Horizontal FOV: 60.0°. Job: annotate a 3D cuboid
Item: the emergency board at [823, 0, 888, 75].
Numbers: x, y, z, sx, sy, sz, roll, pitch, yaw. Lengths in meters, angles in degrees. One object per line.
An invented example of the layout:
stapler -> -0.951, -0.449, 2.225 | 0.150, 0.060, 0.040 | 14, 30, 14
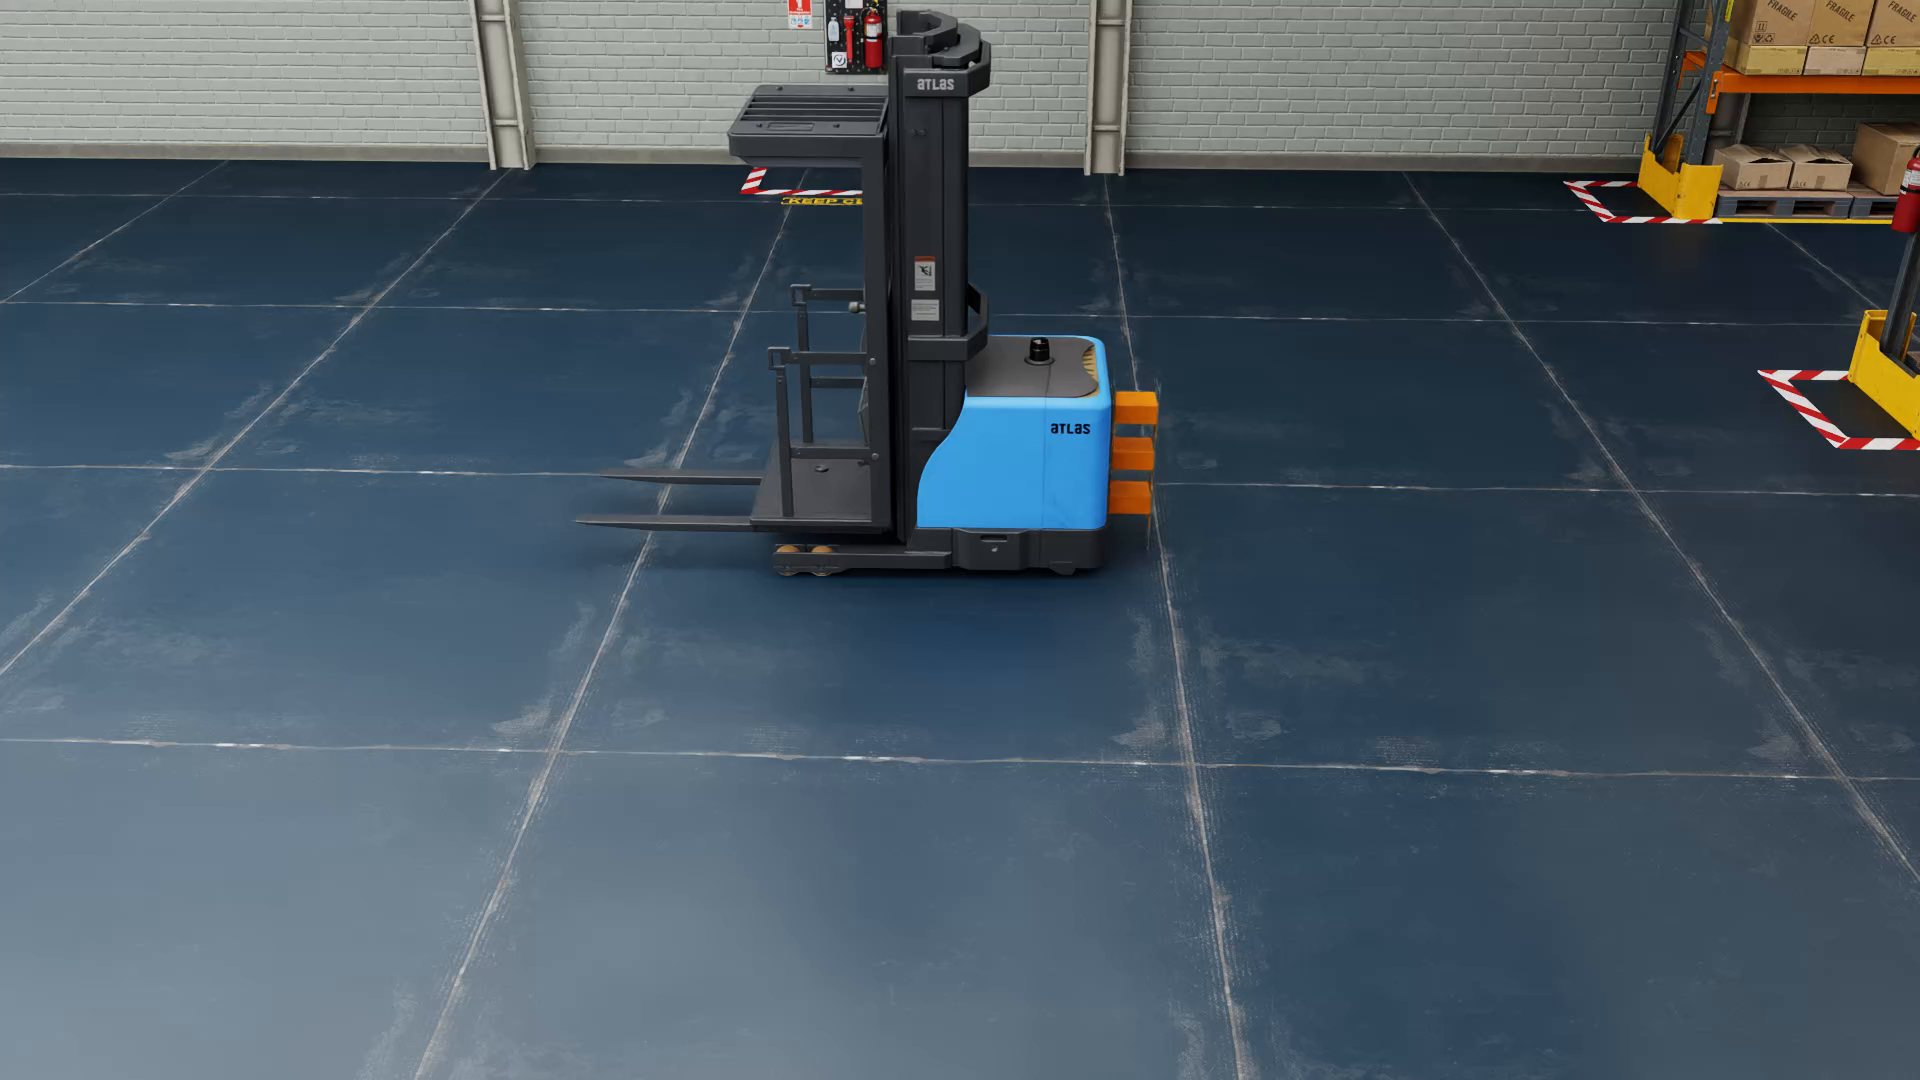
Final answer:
emergency board -> -1.018, -5.102, 16.172 | 0.643, 1.169, 0.194 | 1, 28, 2

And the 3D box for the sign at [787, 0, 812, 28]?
sign -> -1.567, -5.175, 16.272 | 0.234, 0.329, 0.001 | 1, 28, 2

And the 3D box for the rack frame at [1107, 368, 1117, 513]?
rack frame -> 0.854, -0.454, 9.478 | 0.008, 1.050, 0.200 | 2, 28, 1

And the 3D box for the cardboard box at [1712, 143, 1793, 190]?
cardboard box -> 7.404, -3.504, 15.558 | 0.500, 0.311, 0.500 | -2, 28, -4

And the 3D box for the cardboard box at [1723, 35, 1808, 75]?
cardboard box -> 7.192, -4.337, 14.867 | 0.500, 0.250, 0.500 | 0, 28, 0

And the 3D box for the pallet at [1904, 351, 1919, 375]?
pallet -> 7.311, -1.007, 11.424 | 1.213, 0.211, 1.003 | 1, 28, 2

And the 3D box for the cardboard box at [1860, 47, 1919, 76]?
cardboard box -> 8.221, -4.323, 14.842 | 0.500, 0.250, 0.500 | 1, 28, 1

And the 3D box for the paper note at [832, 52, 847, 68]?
paper note -> -1.193, -4.748, 16.445 | 0.142, 0.148, 0.016 | 1, 28, 2

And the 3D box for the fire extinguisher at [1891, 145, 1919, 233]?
fire extinguisher -> 6.443, -2.417, 11.190 | 0.183, 0.674, 0.296 | 1, 28, 2

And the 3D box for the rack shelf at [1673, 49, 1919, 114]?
rack shelf -> 8.715, -4.200, 15.238 | 4.000, 0.370, 1.077 | 1, 28, 2

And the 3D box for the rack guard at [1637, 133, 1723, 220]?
rack guard -> 6.792, -3.445, 15.715 | 0.348, 0.500, 1.175 | 1, 28, 2

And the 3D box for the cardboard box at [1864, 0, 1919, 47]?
cardboard box -> 8.192, -4.652, 14.661 | 0.500, 0.500, 0.500 | 0, 28, 0

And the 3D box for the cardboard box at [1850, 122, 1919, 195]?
cardboard box -> 8.705, -3.542, 15.429 | 0.500, 0.500, 0.700 | -1, 28, -1

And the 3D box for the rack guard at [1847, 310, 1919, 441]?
rack guard -> 6.521, -1.128, 11.344 | 0.348, 0.500, 1.175 | 1, 28, 2

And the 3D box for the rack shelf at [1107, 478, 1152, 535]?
rack shelf -> 0.972, -0.196, 9.611 | 0.240, 0.259, 0.215 | 2, 28, 1

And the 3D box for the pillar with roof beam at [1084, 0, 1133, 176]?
pillar with roof beam -> 1.298, -5.679, 10.855 | 0.400, 9.000, 9.100 | 1, 28, 2

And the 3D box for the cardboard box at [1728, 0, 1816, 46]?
cardboard box -> 7.182, -4.676, 14.706 | 0.500, 0.500, 0.500 | 1, 28, 2

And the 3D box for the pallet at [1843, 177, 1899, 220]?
pallet -> 8.819, -3.266, 15.686 | 1.213, 0.211, 1.003 | 1, 28, 2

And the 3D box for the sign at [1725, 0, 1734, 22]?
sign -> 6.697, -4.679, 14.450 | 0.005, 0.325, 0.100 | 1, 28, 2

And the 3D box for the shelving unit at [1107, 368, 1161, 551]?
shelving unit -> 0.976, -0.451, 9.476 | 0.252, 1.050, 0.215 | 2, 28, 1

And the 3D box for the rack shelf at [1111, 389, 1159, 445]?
rack shelf -> 0.980, -0.692, 9.348 | 0.240, 0.259, 0.215 | 2, 28, 1

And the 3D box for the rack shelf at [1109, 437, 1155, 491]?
rack shelf -> 0.976, -0.442, 9.481 | 0.240, 0.259, 0.215 | 2, 28, 1

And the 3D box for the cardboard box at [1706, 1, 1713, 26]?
cardboard box -> 7.195, -4.916, 15.160 | 0.500, 0.500, 0.500 | 1, 28, 1

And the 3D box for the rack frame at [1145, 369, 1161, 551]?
rack frame -> 1.098, -0.448, 9.473 | 0.008, 1.050, 0.200 | 2, 28, 1

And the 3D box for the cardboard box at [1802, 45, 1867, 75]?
cardboard box -> 7.712, -4.335, 14.863 | 0.500, 0.250, 0.500 | 0, 28, 0

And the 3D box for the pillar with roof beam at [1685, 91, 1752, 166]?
pillar with roof beam -> 7.294, -5.580, 10.668 | 0.400, 9.000, 9.100 | 1, 28, 2

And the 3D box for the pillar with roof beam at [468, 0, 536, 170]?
pillar with roof beam -> -4.698, -5.778, 11.042 | 0.400, 9.000, 9.100 | 1, 28, 2

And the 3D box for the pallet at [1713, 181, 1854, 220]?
pallet -> 7.603, -3.287, 15.726 | 1.213, 0.211, 1.003 | 1, 28, 2

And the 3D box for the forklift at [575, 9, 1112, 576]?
forklift -> -0.673, -1.338, 9.144 | 3.031, 2.935, 1.130 | 1, 28, 2

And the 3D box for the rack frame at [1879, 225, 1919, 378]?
rack frame -> 6.545, -2.232, 10.758 | 0.127, 3.000, 1.000 | 1, 28, 2

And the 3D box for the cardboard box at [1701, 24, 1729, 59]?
cardboard box -> 7.190, -4.576, 15.319 | 0.500, 0.250, 0.500 | 1, 28, 3

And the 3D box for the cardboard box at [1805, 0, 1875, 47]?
cardboard box -> 7.676, -4.663, 14.682 | 0.500, 0.500, 0.500 | 1, 28, 2

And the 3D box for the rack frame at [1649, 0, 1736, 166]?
rack frame -> 6.716, -4.551, 15.132 | 0.127, 3.000, 1.000 | 1, 28, 2

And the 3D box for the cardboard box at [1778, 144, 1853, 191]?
cardboard box -> 7.974, -3.494, 15.540 | 0.500, 0.311, 0.500 | 3, 28, 6
